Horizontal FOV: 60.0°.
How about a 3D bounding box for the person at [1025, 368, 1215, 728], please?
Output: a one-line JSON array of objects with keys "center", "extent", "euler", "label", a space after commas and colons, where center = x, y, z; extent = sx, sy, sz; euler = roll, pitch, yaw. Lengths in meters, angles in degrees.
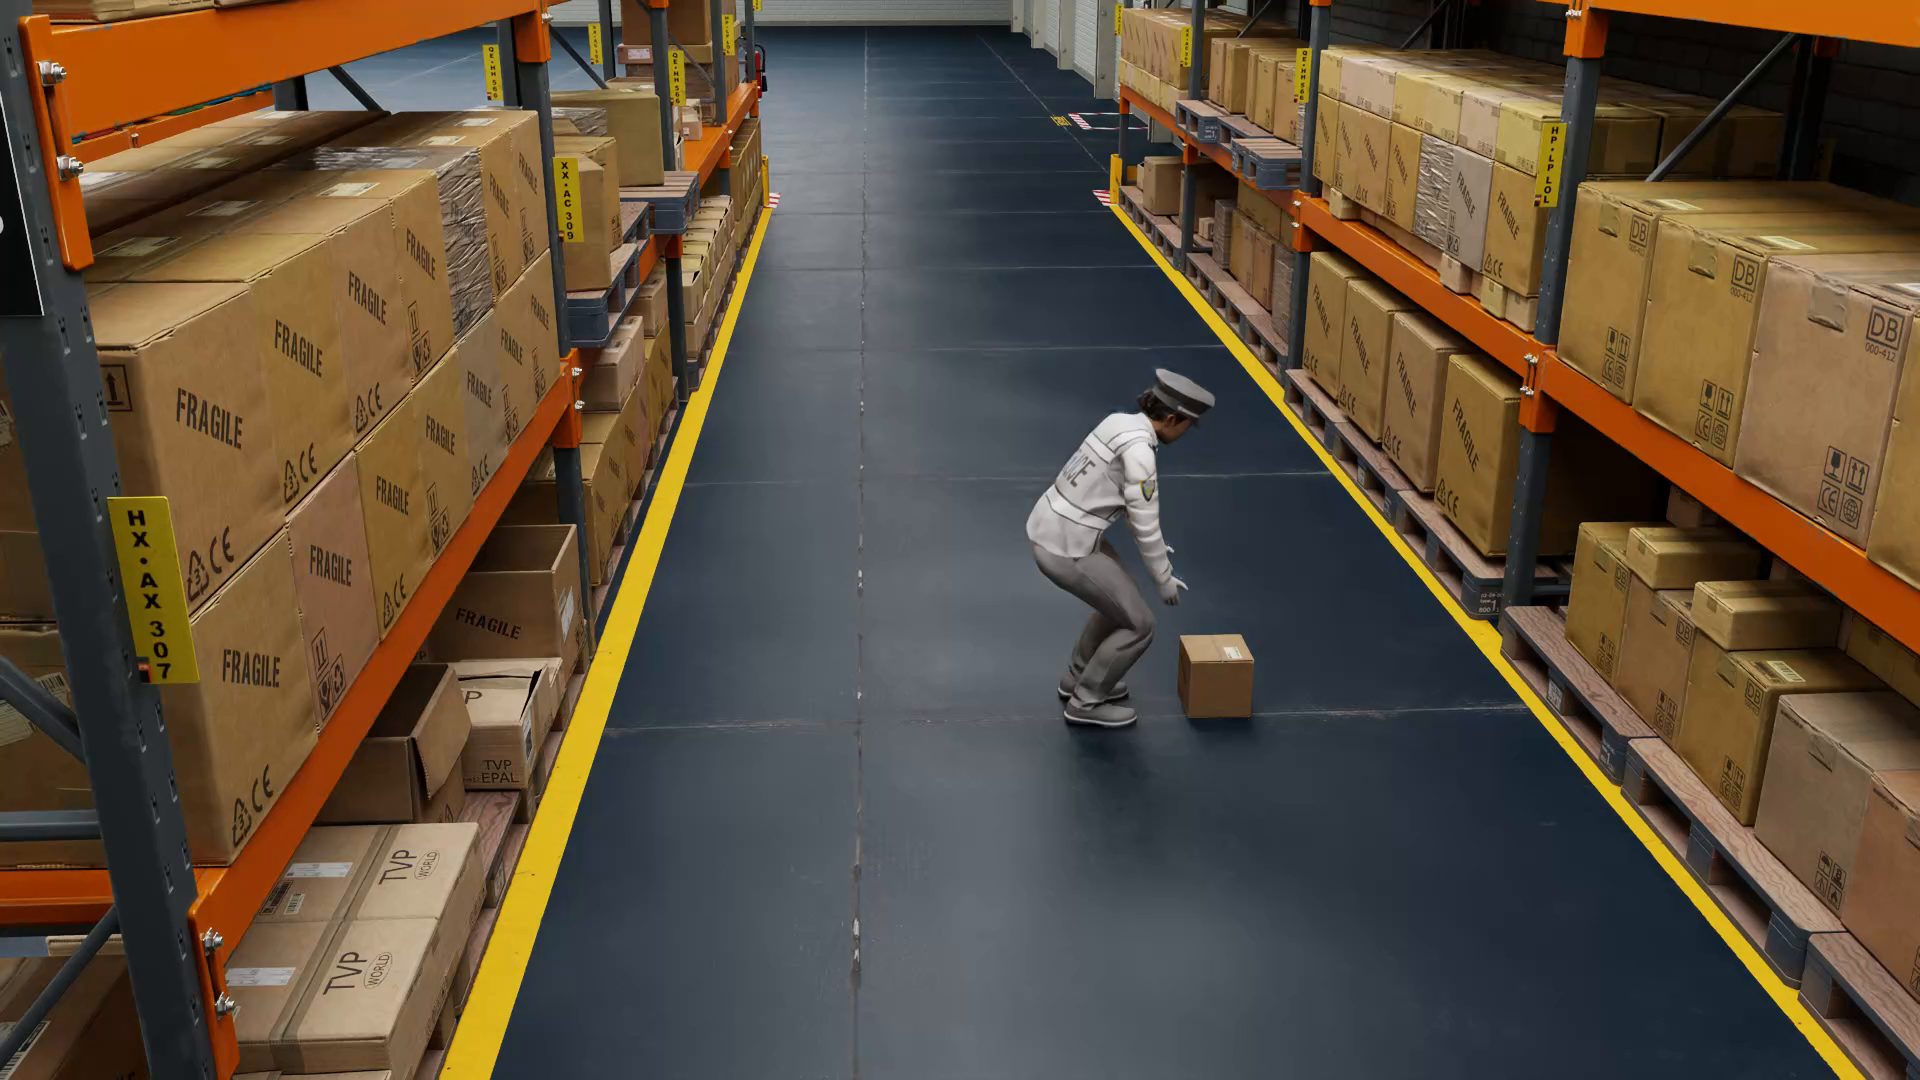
[{"center": [0.608, 0.019, 6.450], "extent": [0.709, 1.375, 0.535], "euler": [-1, 21, -3], "label": "person"}]
